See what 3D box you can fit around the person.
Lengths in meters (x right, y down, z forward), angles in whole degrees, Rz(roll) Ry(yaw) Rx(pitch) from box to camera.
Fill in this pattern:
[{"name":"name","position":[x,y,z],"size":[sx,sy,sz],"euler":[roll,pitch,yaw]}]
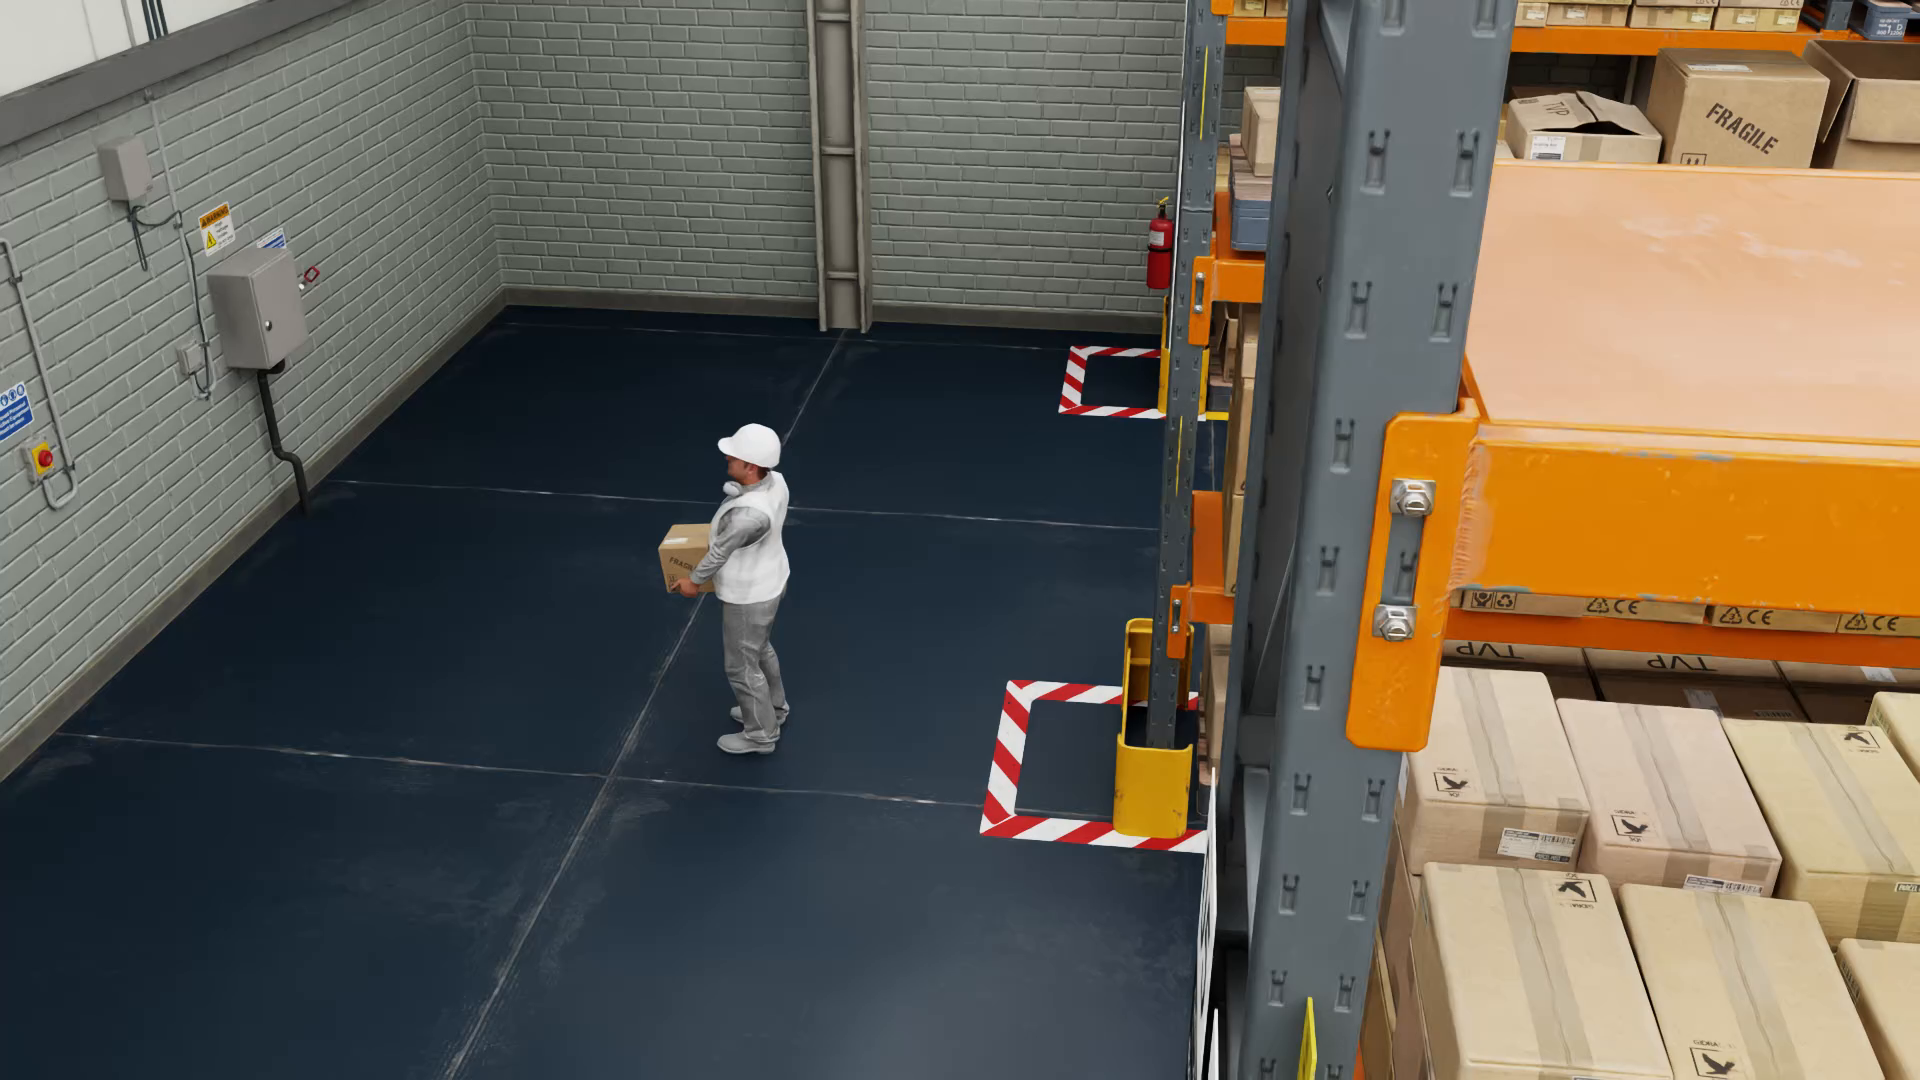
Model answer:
[{"name":"person","position":[-1.116,0.232,8.172],"size":[0.554,1.762,0.494],"euler":[4,28,7]}]
